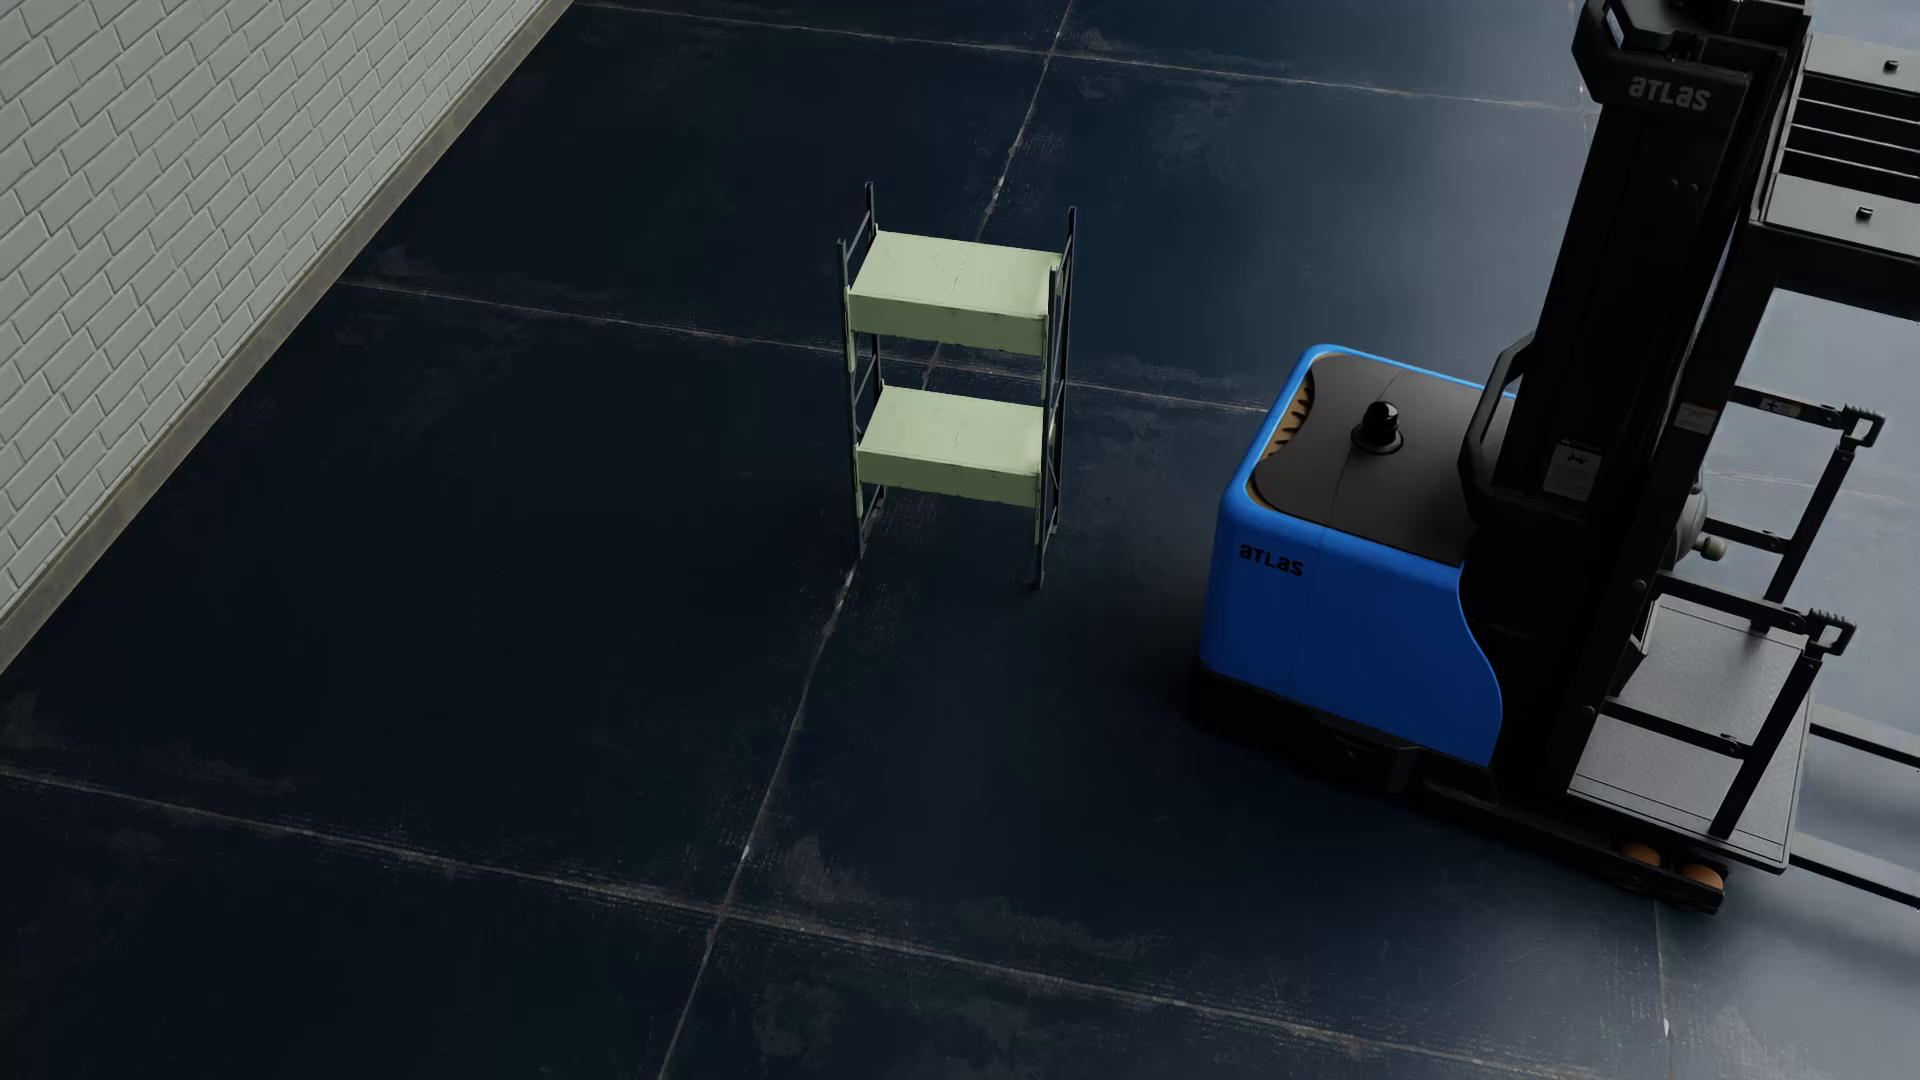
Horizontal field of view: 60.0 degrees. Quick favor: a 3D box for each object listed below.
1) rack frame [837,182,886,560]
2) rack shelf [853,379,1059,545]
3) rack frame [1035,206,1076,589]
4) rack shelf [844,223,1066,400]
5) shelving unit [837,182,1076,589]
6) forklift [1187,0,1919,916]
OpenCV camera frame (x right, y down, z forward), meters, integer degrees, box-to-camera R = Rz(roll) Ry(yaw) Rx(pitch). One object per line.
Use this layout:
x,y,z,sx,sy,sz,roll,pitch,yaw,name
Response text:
-0.364,-0.597,6.289,0.023,1.500,0.400,9,45,9,rack frame
-0.007,-0.306,6.457,0.720,0.370,0.431,9,45,9,rack shelf
0.351,-0.486,6.173,0.023,1.500,0.400,9,45,9,rack frame
-0.007,-0.823,5.960,0.720,0.370,0.431,9,45,9,rack shelf
-0.007,-0.541,6.231,0.755,1.500,0.431,9,45,9,shelving unit
2.382,-0.255,4.901,3.031,2.935,1.130,19,47,19,forklift
